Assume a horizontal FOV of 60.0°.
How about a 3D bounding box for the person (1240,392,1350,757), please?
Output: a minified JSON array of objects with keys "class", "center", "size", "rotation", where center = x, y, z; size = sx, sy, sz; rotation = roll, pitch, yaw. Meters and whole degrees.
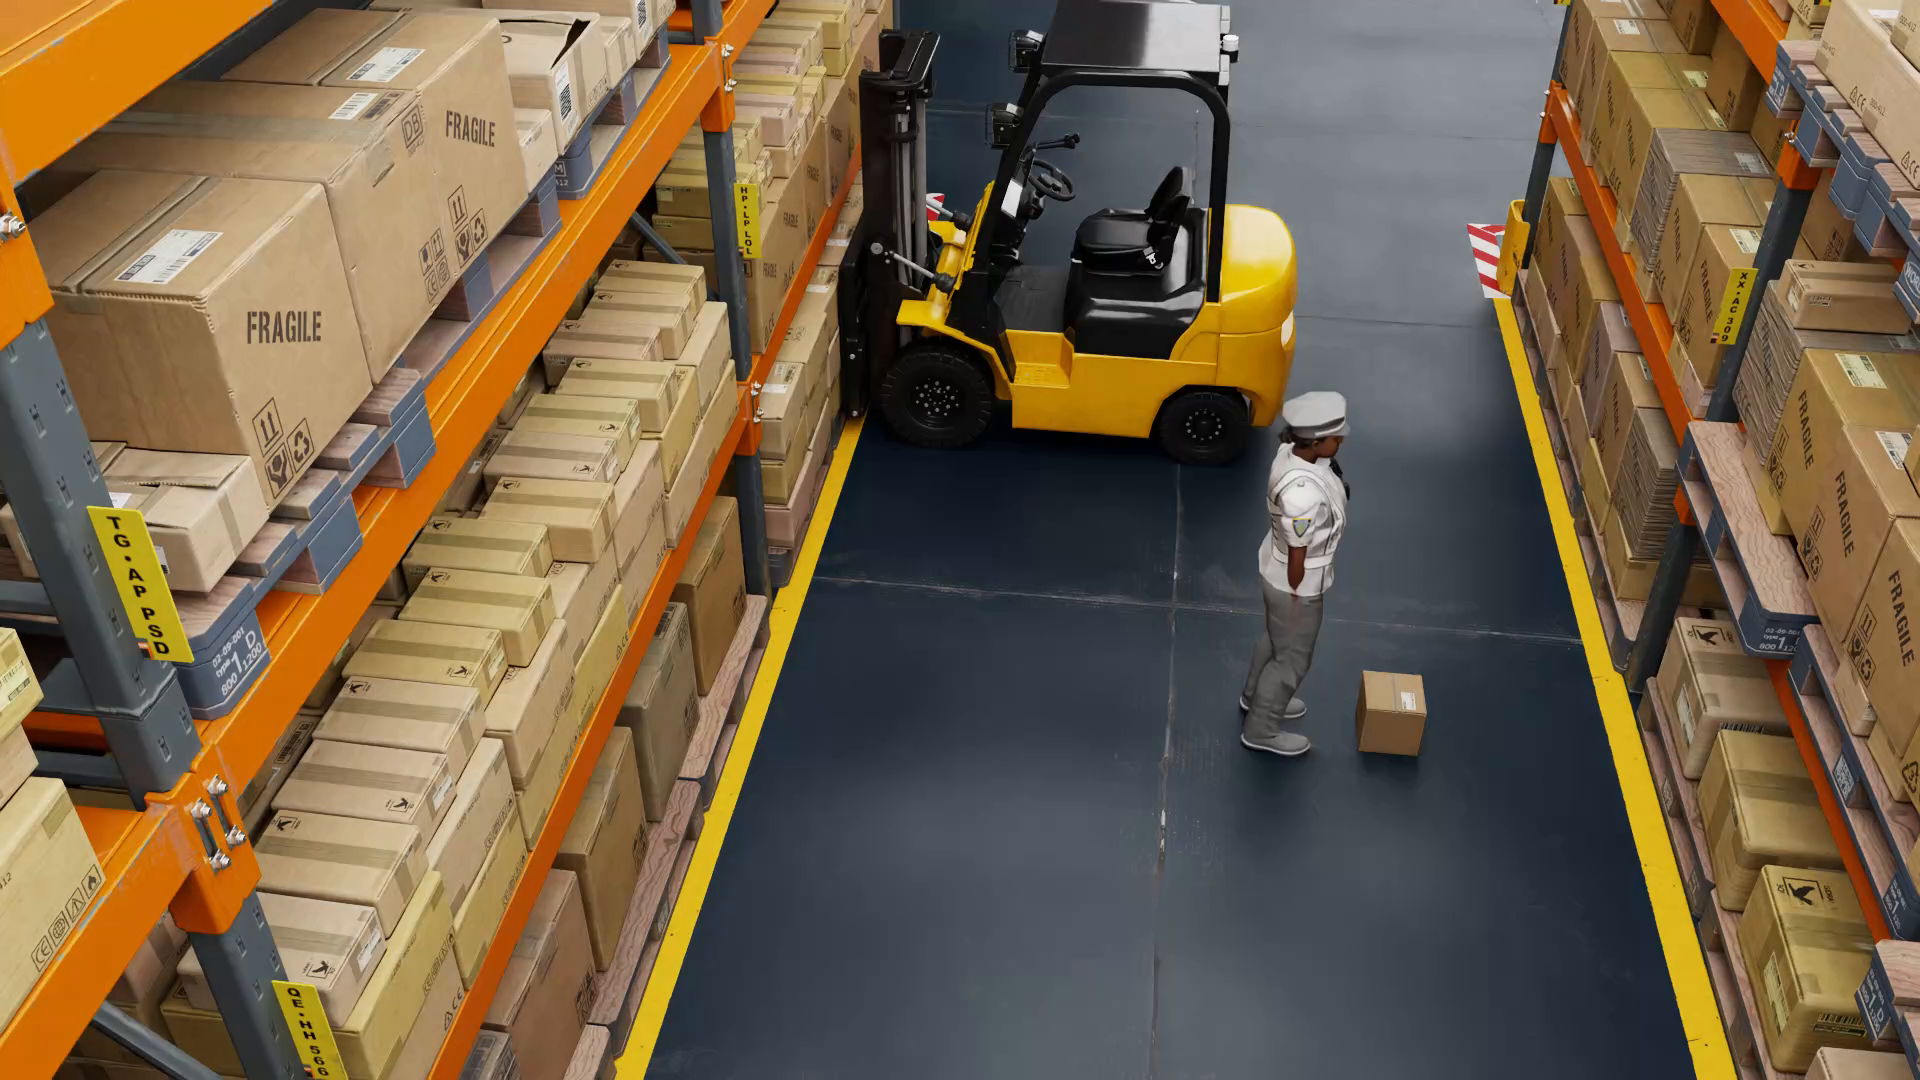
[{"class":"person","center":[1.390,0.142,6.846],"size":[0.341,1.671,0.437],"rotation":[5,37,7]}]
